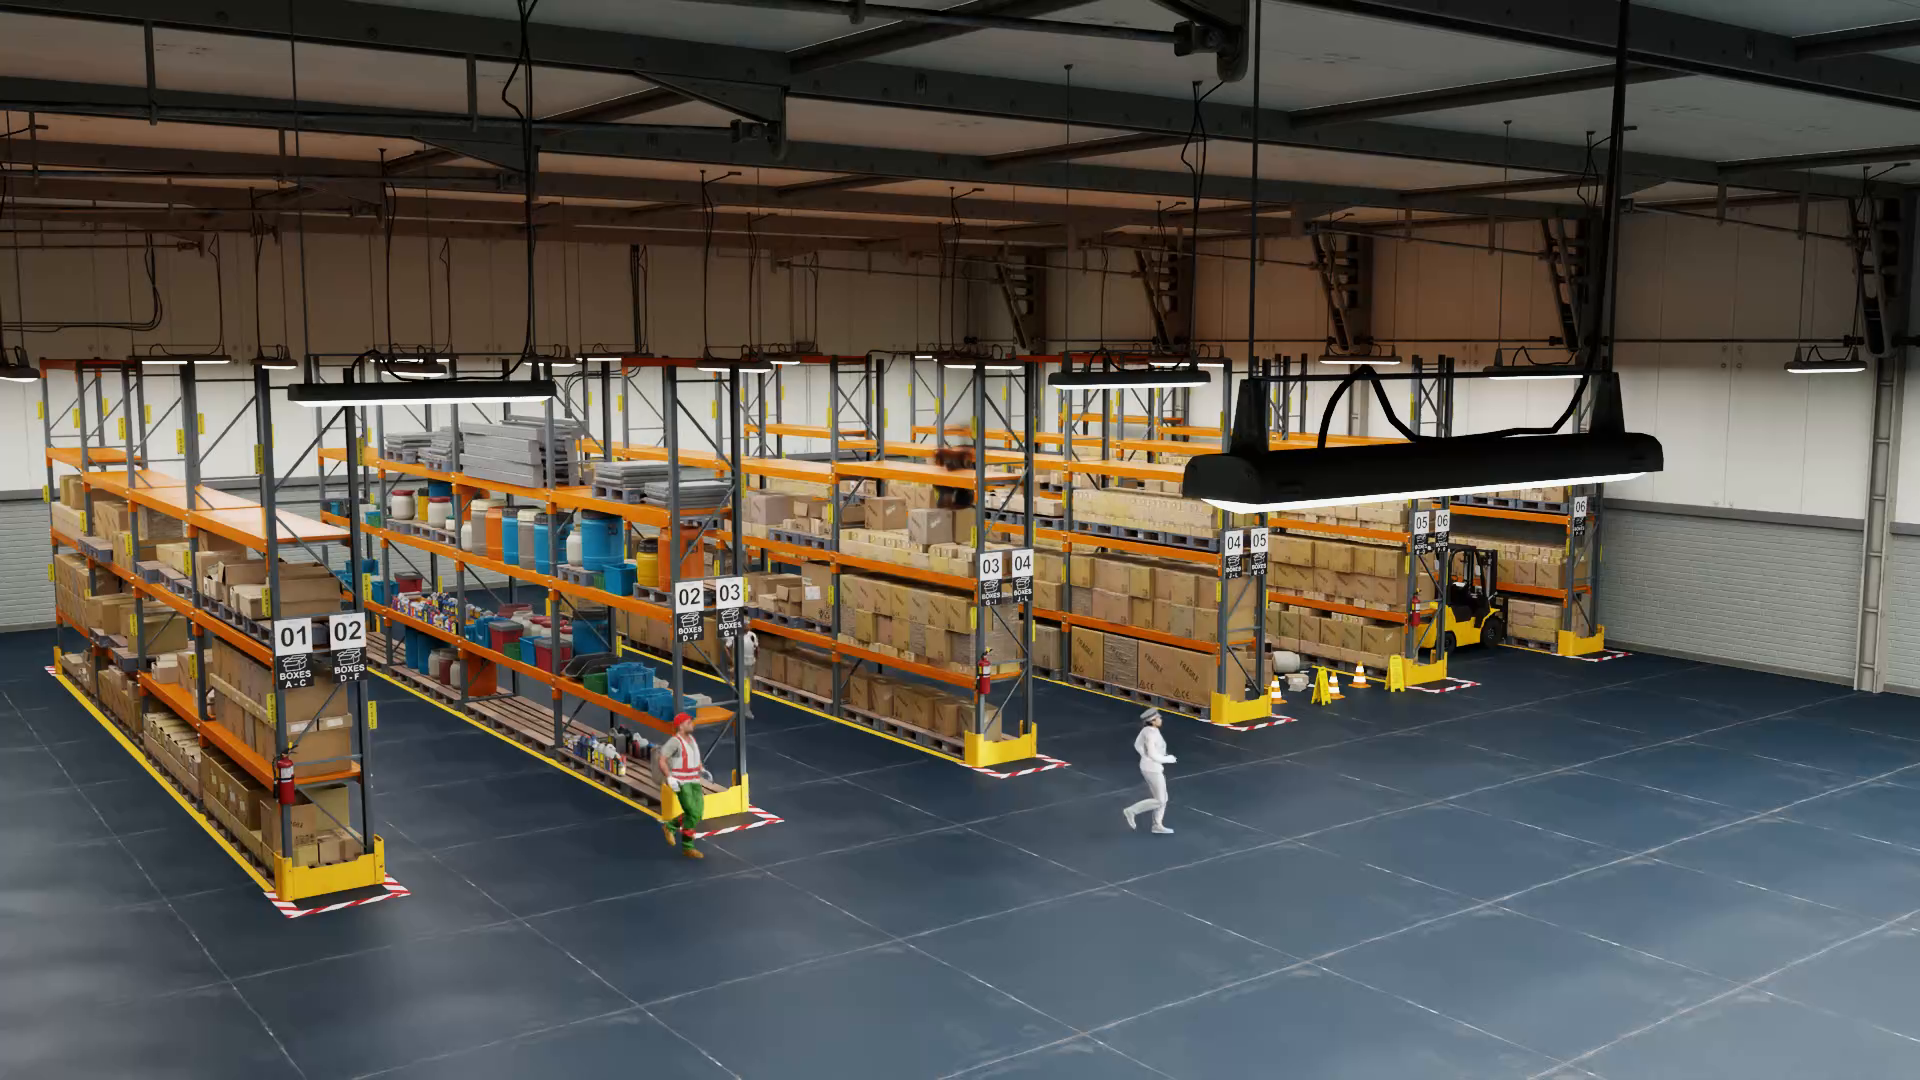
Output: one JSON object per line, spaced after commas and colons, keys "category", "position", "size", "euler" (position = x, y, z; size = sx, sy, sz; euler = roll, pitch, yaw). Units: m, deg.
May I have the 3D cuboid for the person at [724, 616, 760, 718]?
{"category": "person", "position": [-3.667, 2.133, 28.182], "size": [0.611, 1.730, 0.738], "euler": [-5, 8, -34]}

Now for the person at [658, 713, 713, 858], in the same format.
{"category": "person", "position": [-3.398, 3.015, 20.585], "size": [0.639, 1.745, 0.718], "euler": [3, 8, 26]}

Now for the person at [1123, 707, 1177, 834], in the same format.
{"category": "person", "position": [2.421, 2.952, 21.316], "size": [0.684, 1.662, 0.619], "euler": [-1, 7, -5]}
